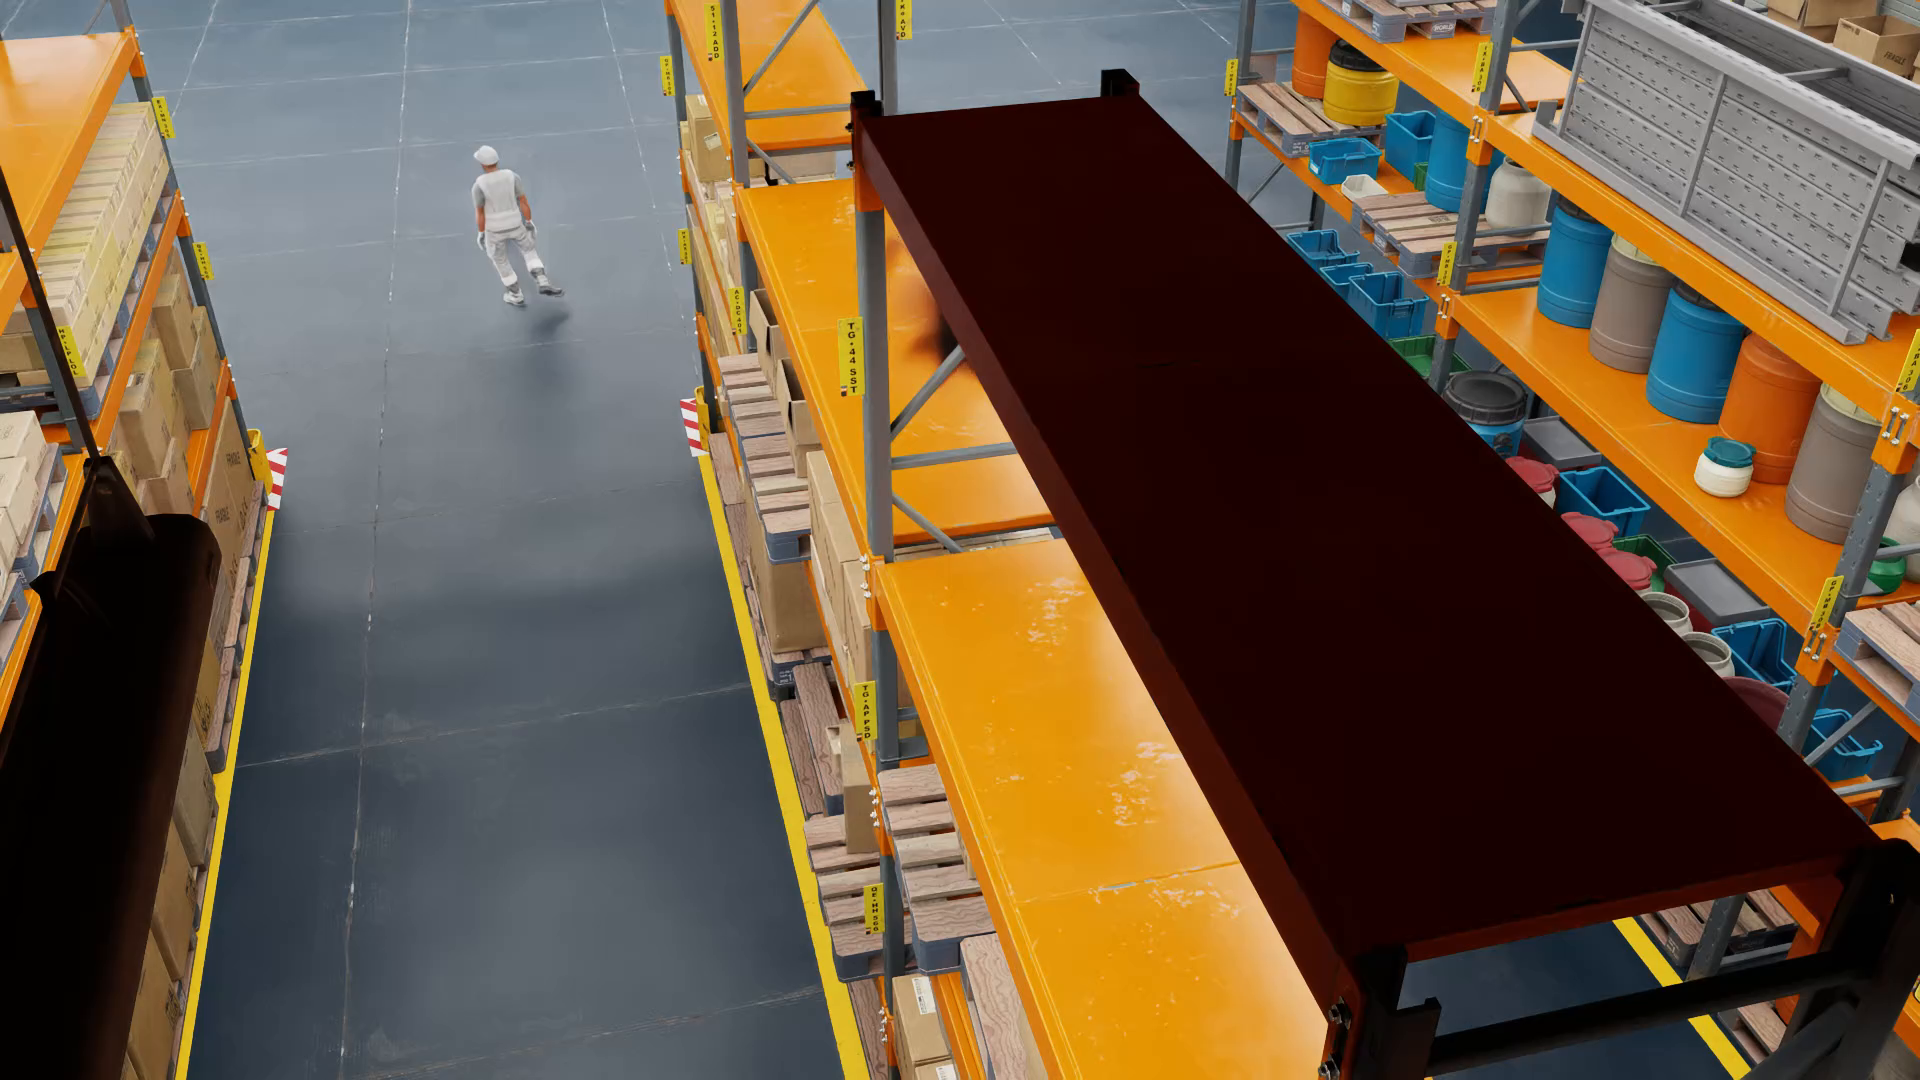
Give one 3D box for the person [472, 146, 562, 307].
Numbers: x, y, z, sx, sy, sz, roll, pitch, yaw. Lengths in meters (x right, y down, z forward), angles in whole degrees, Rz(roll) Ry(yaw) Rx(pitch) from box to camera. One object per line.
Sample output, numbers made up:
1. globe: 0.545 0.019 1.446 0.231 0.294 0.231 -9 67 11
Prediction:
1. person: -4.645 -3.232 17.255 0.716 1.764 0.571 -22 40 -29
